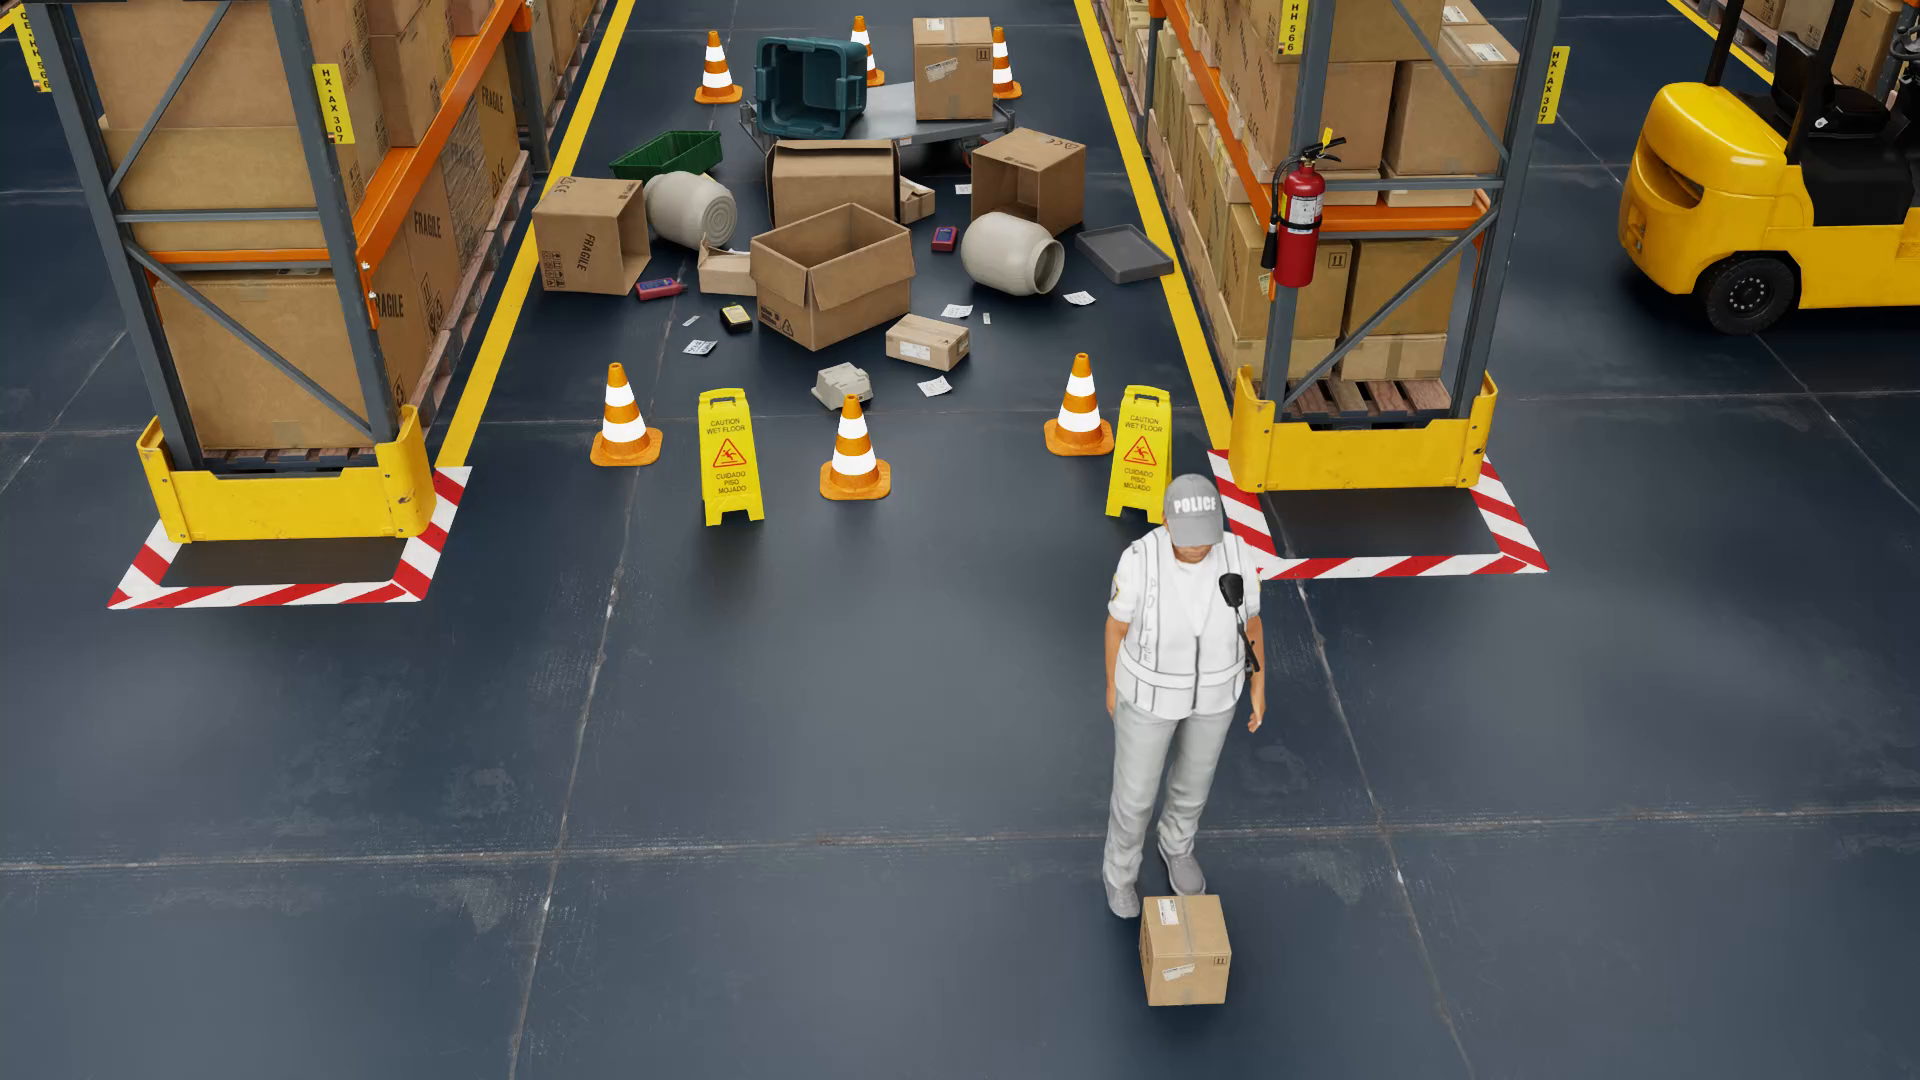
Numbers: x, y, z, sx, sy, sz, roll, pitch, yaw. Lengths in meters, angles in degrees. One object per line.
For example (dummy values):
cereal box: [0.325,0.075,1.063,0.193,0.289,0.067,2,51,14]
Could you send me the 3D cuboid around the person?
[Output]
person: [0.740,0.535,5.440,0.513,1.733,0.449,-6,36,-8]
